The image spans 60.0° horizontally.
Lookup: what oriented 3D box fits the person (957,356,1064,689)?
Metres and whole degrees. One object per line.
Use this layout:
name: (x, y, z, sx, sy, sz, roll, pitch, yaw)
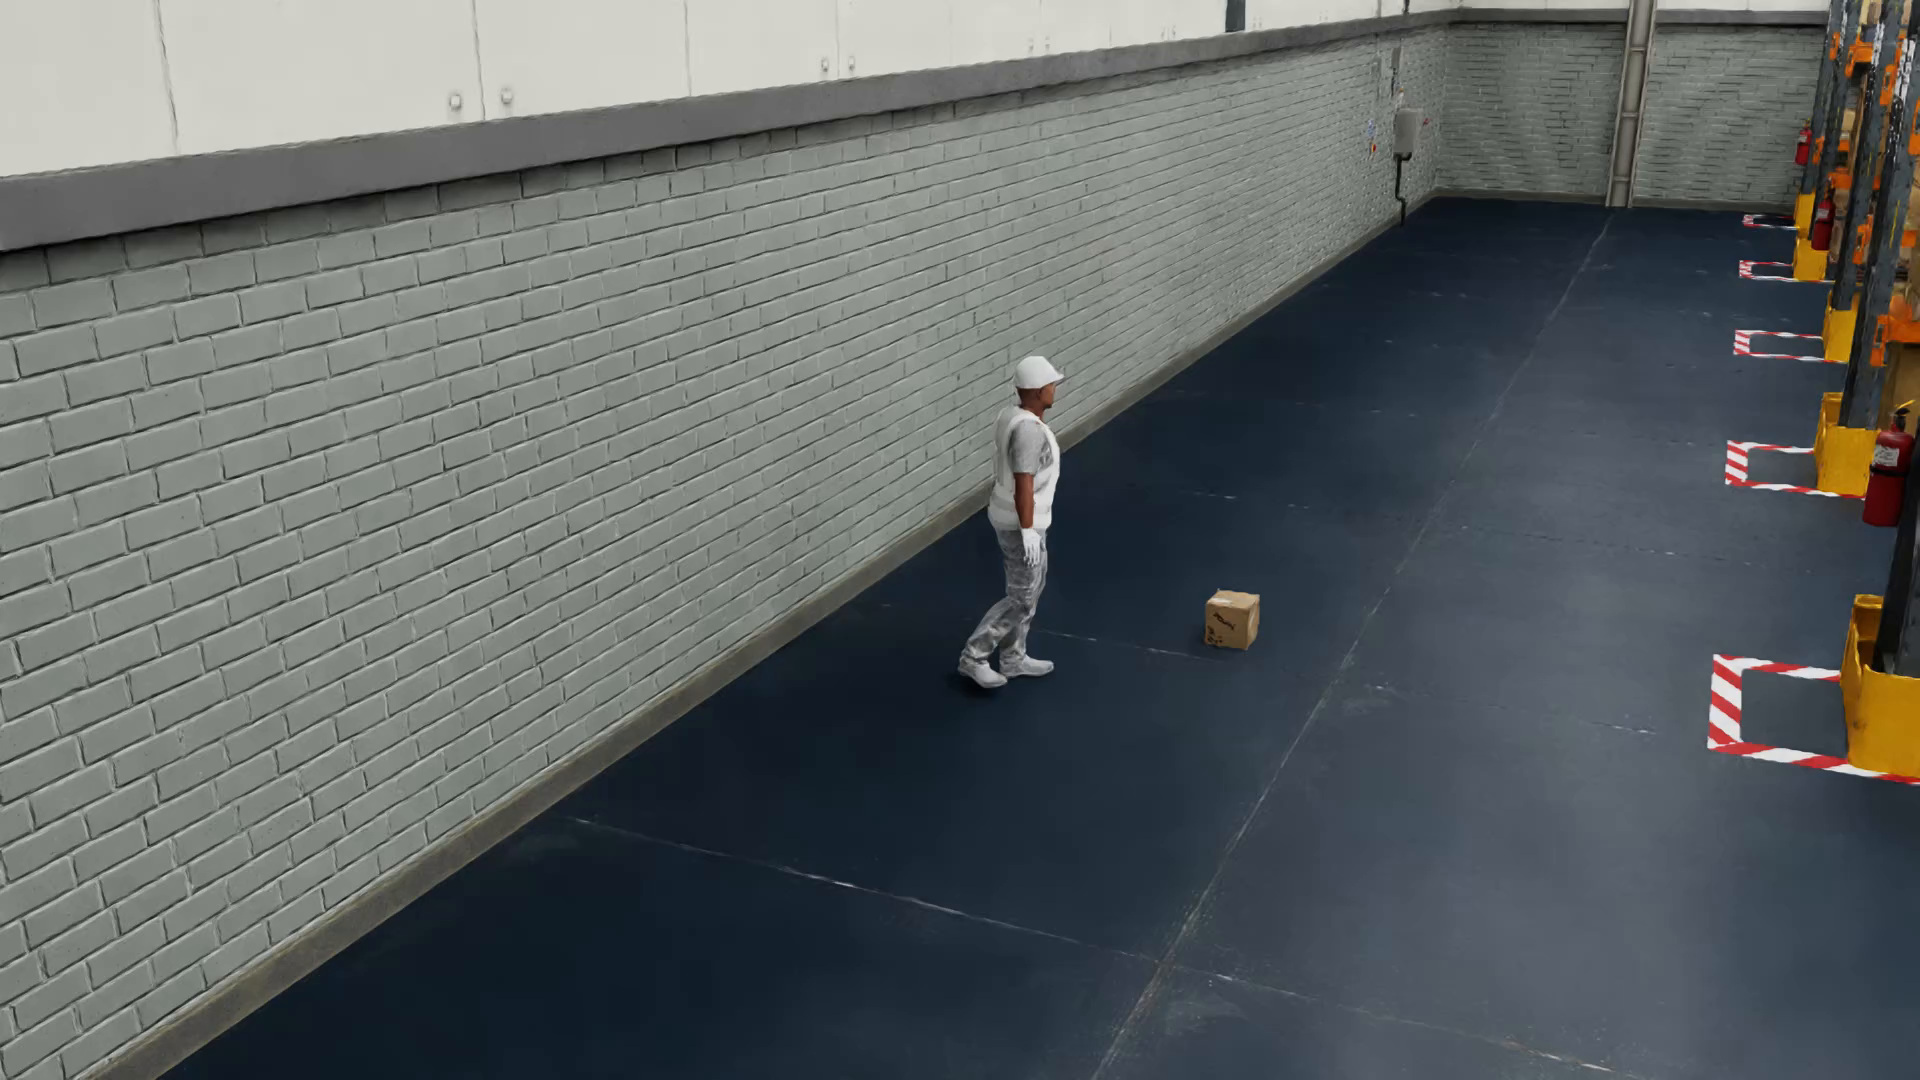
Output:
person: (0.262, -0.089, 8.794, 0.573, 1.768, 0.623, -2, 19, -4)
